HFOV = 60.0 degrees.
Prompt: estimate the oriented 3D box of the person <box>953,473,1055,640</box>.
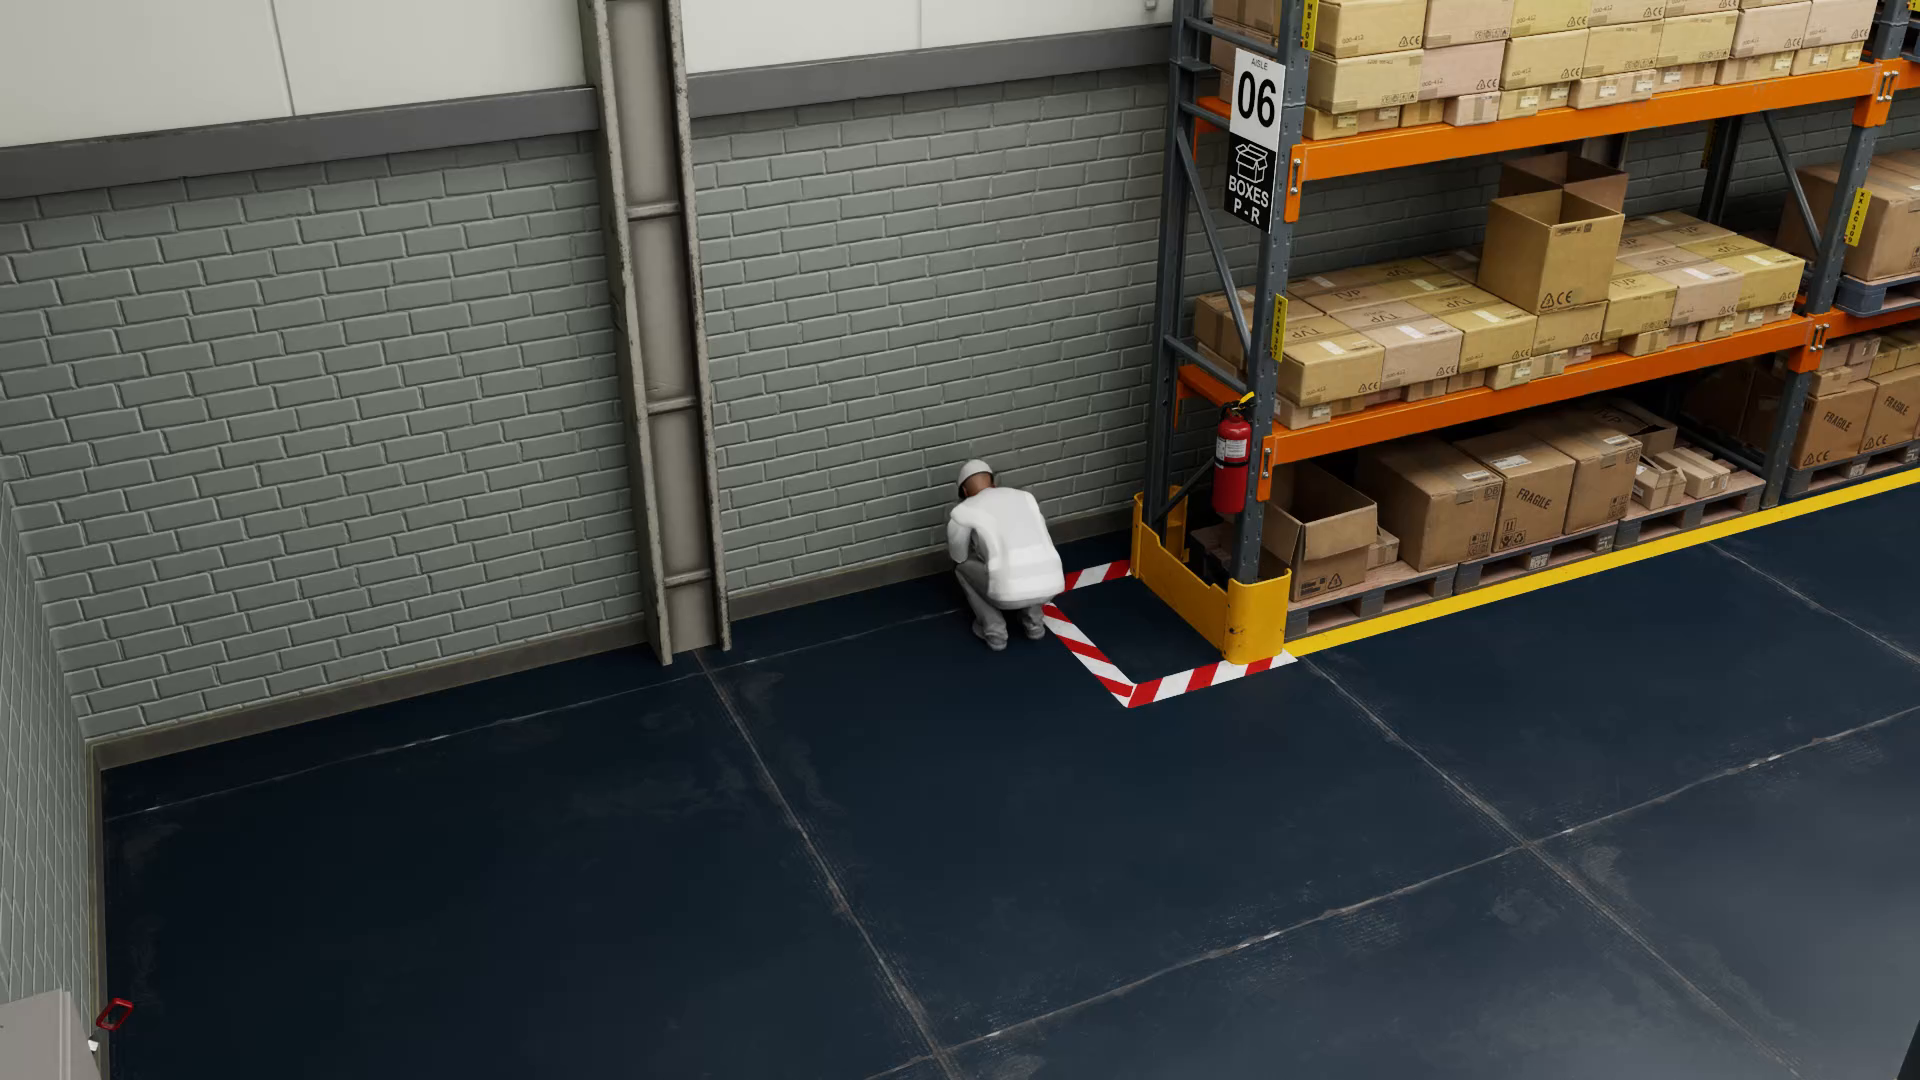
[{"bbox_3d":[0.232,0.119,9.211,0.525,0.869,0.849,-9,30,-15],"label":"person"}]
